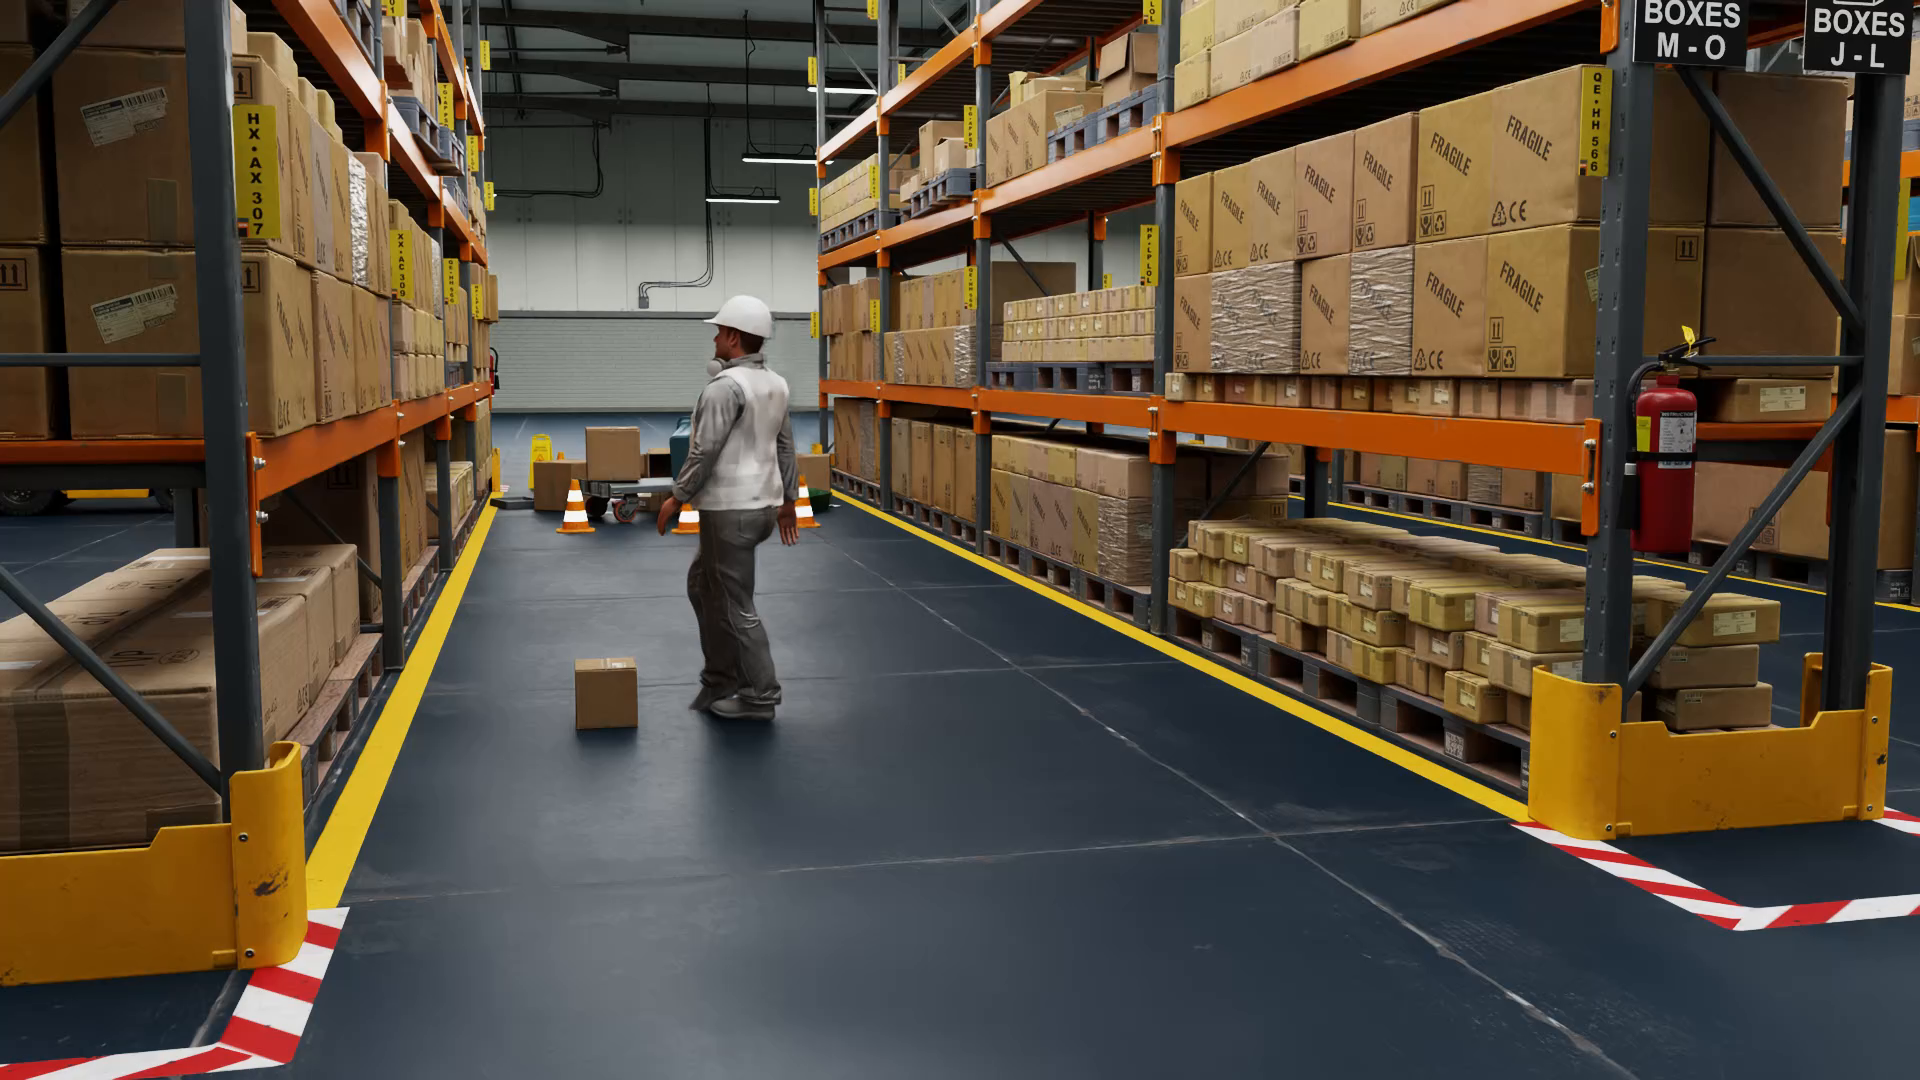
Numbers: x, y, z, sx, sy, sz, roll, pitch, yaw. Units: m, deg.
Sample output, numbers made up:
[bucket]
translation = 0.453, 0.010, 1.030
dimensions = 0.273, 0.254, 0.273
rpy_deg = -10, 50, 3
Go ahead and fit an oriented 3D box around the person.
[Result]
[person]
translation = -0.997, -0.104, 6.960
dimensions = 0.524, 1.817, 0.631
rpy_deg = 2, 6, 18
